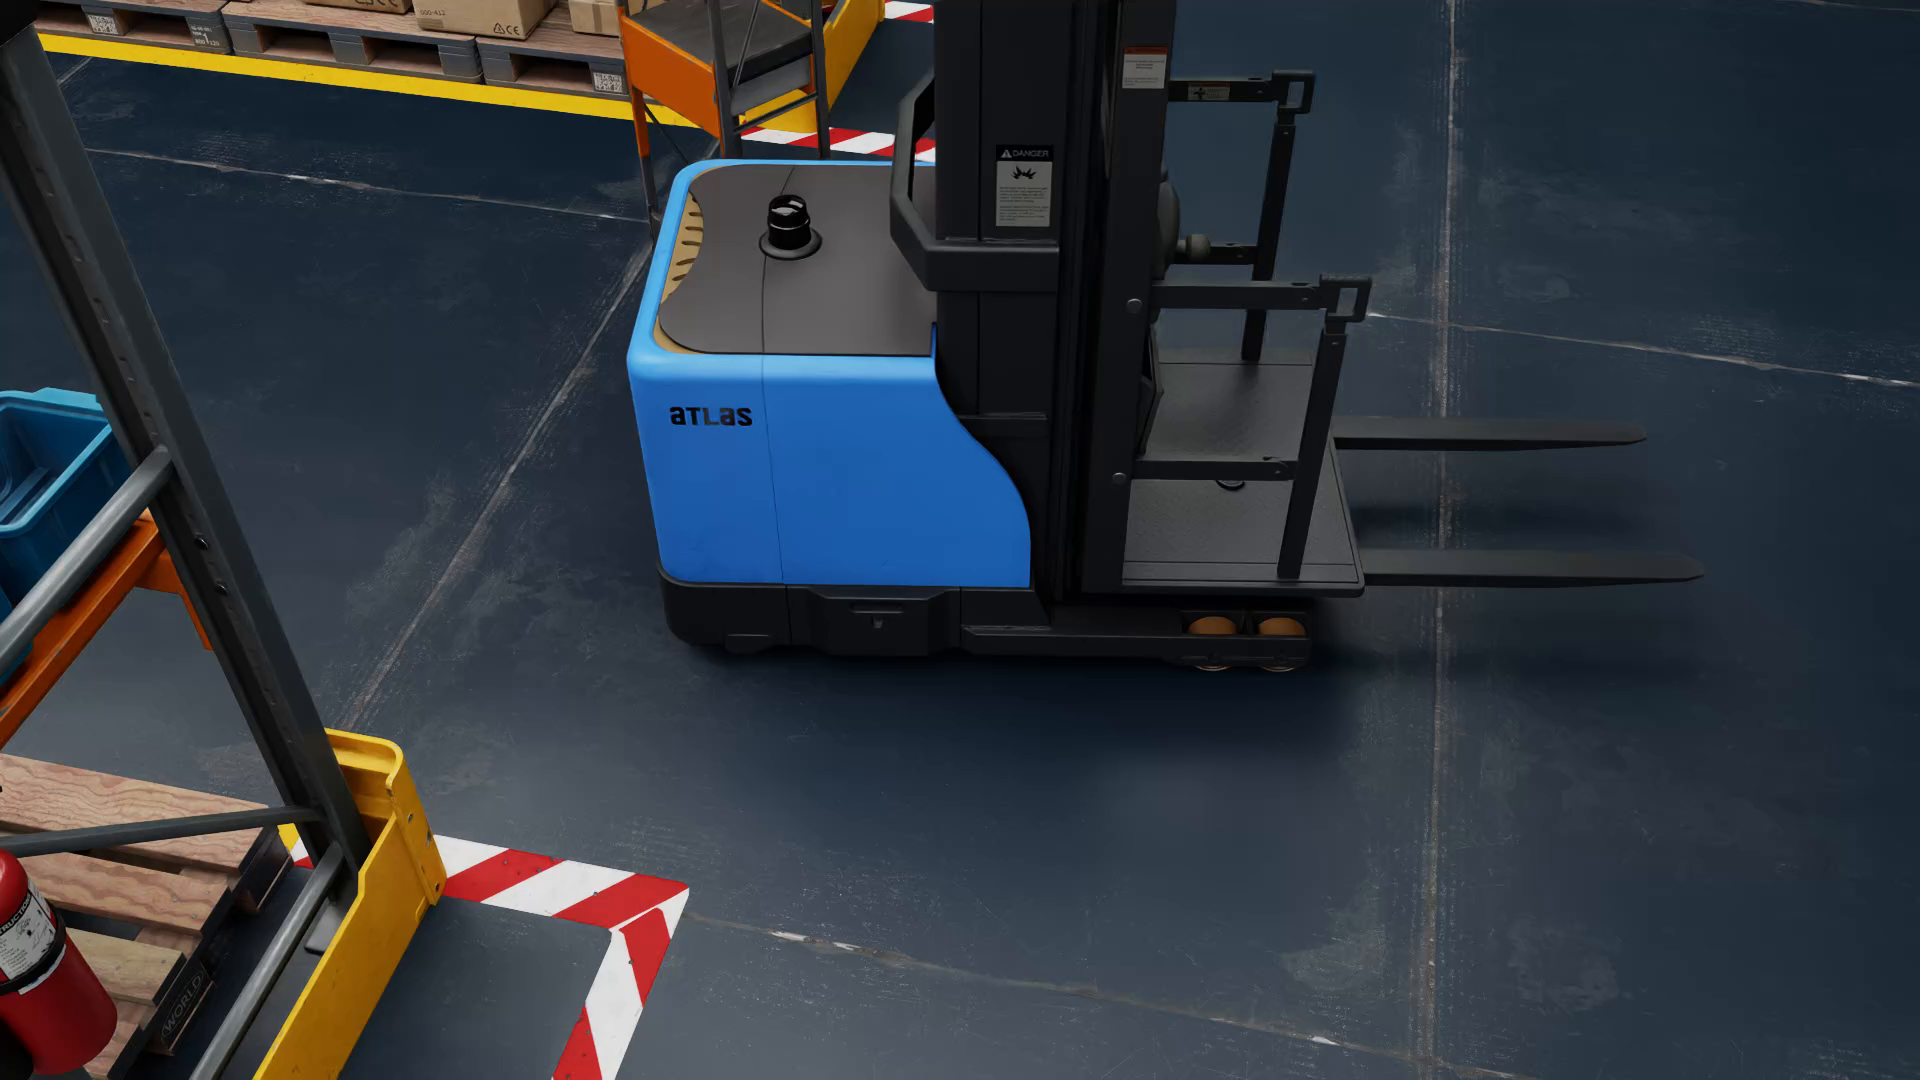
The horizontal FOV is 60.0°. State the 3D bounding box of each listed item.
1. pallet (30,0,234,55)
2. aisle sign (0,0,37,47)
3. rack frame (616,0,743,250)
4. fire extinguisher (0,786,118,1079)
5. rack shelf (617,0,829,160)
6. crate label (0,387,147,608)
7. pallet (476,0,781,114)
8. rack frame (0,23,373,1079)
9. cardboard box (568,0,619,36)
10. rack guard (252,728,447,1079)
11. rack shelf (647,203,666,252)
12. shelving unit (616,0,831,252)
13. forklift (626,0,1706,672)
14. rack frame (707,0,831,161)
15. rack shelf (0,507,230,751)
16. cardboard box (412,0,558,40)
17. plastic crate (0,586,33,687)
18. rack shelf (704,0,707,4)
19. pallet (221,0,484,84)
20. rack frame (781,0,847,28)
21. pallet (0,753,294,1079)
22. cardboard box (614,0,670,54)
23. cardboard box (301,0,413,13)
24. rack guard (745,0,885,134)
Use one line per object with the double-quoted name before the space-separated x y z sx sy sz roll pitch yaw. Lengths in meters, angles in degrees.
"pallet" -3.792 -2.699 7.902 1.213 0.211 1.003 9 45 9
"aisle sign" -1.509 -0.977 2.228 0.004 0.787 0.394 9 45 9
"rack frame" -0.899 -1.547 5.343 0.400 2.100 0.015 -33 53 -30
"fire extinguisher" -1.596 0.642 2.745 0.183 0.674 0.296 9 45 9
"rack shelf" -0.732 -1.414 5.225 0.431 0.518 0.480 -33 53 -30
"crate label" -1.813 -0.072 3.239 0.303 0.233 0.416 9 45 9
"pallet" -1.411 -2.329 7.518 1.213 0.211 1.003 9 45 9
"rack frame" -1.644 0.149 2.932 0.127 3.000 1.000 9 45 9
"cardboard box" -1.519 -2.378 7.283 0.250 0.166 0.380 9 45 9
"rack guard" -1.618 1.045 3.804 0.348 0.500 1.175 9 45 9
"rack shelf" -0.732 -0.910 5.710 0.431 0.518 0.480 -33 53 -30
"shelving unit" -0.732 -1.424 5.215 0.431 2.100 0.503 -33 53 -30
"forklift" 0.658 -1.047 4.224 3.031 2.935 1.130 1 44 1
"rack frame" -0.565 -1.301 5.087 0.400 2.100 0.015 -33 53 -30
"rack shelf" -3.596 0.106 3.496 4.000 0.370 1.077 9 45 9
"cardboard box" -2.064 -2.450 7.298 0.500 0.250 0.500 9 45 9
"plastic crate" -2.012 0.191 2.820 0.499 0.435 0.616 9 45 9
"rack shelf" -0.732 -1.918 4.739 0.431 0.518 0.480 -33 53 -30
"pallet" -2.598 -2.515 7.711 1.213 0.211 1.003 9 45 9
"rack frame" -0.559 -3.202 6.414 0.127 3.000 1.000 9 45 9
"pallet" -2.440 1.003 4.056 1.213 0.211 1.003 9 45 9
"cardboard box" -1.143 -2.376 7.041 0.500 0.500 0.500 9 45 9
"cardboard box" -2.628 -2.786 7.464 0.637 0.503 0.797 9 45 9
"rack guard" -0.633 -2.313 7.293 0.348 0.500 1.175 9 45 9
